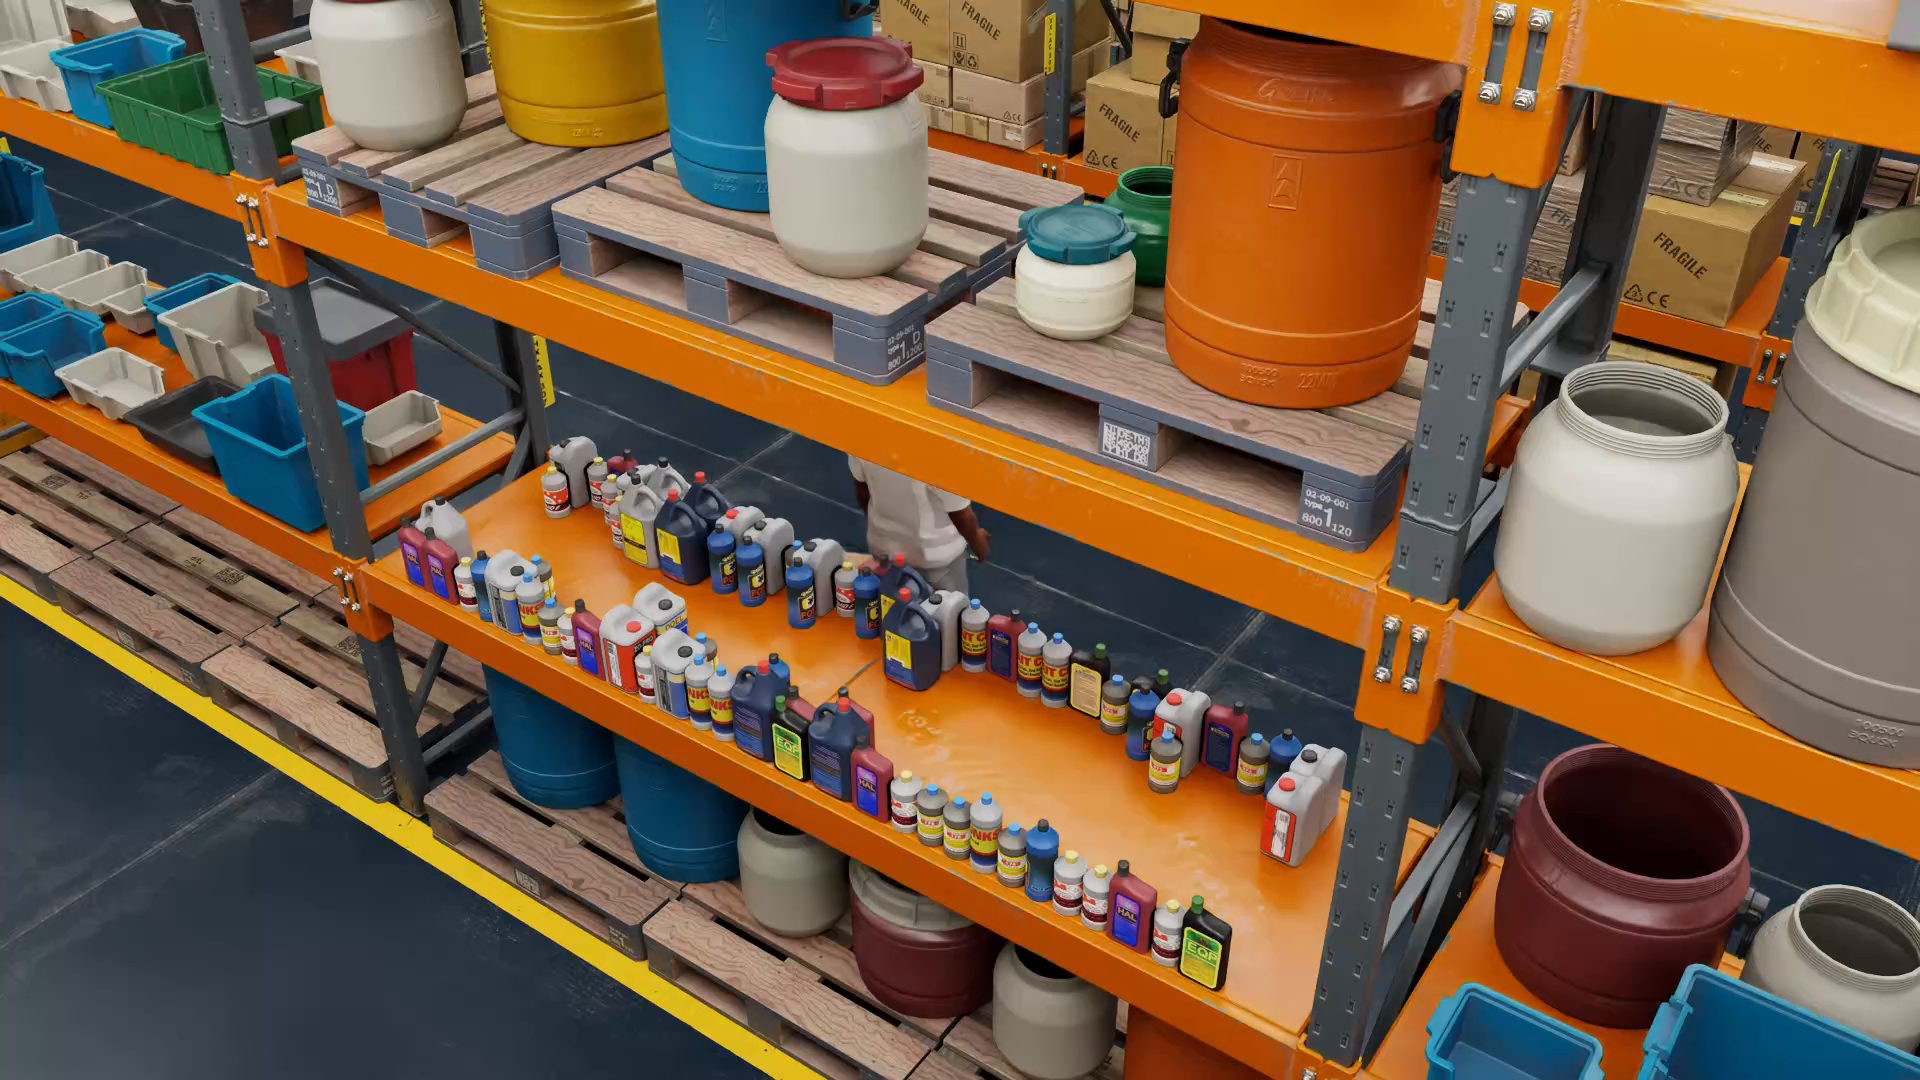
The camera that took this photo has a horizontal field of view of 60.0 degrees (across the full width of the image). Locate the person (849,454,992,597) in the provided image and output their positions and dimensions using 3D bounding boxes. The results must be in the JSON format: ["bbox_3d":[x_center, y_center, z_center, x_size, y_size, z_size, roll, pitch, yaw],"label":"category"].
[{"bbox_3d":[-0.160,-0.022,7.116,0.575,1.768,0.550,16,37,22],"label":"person"}]
